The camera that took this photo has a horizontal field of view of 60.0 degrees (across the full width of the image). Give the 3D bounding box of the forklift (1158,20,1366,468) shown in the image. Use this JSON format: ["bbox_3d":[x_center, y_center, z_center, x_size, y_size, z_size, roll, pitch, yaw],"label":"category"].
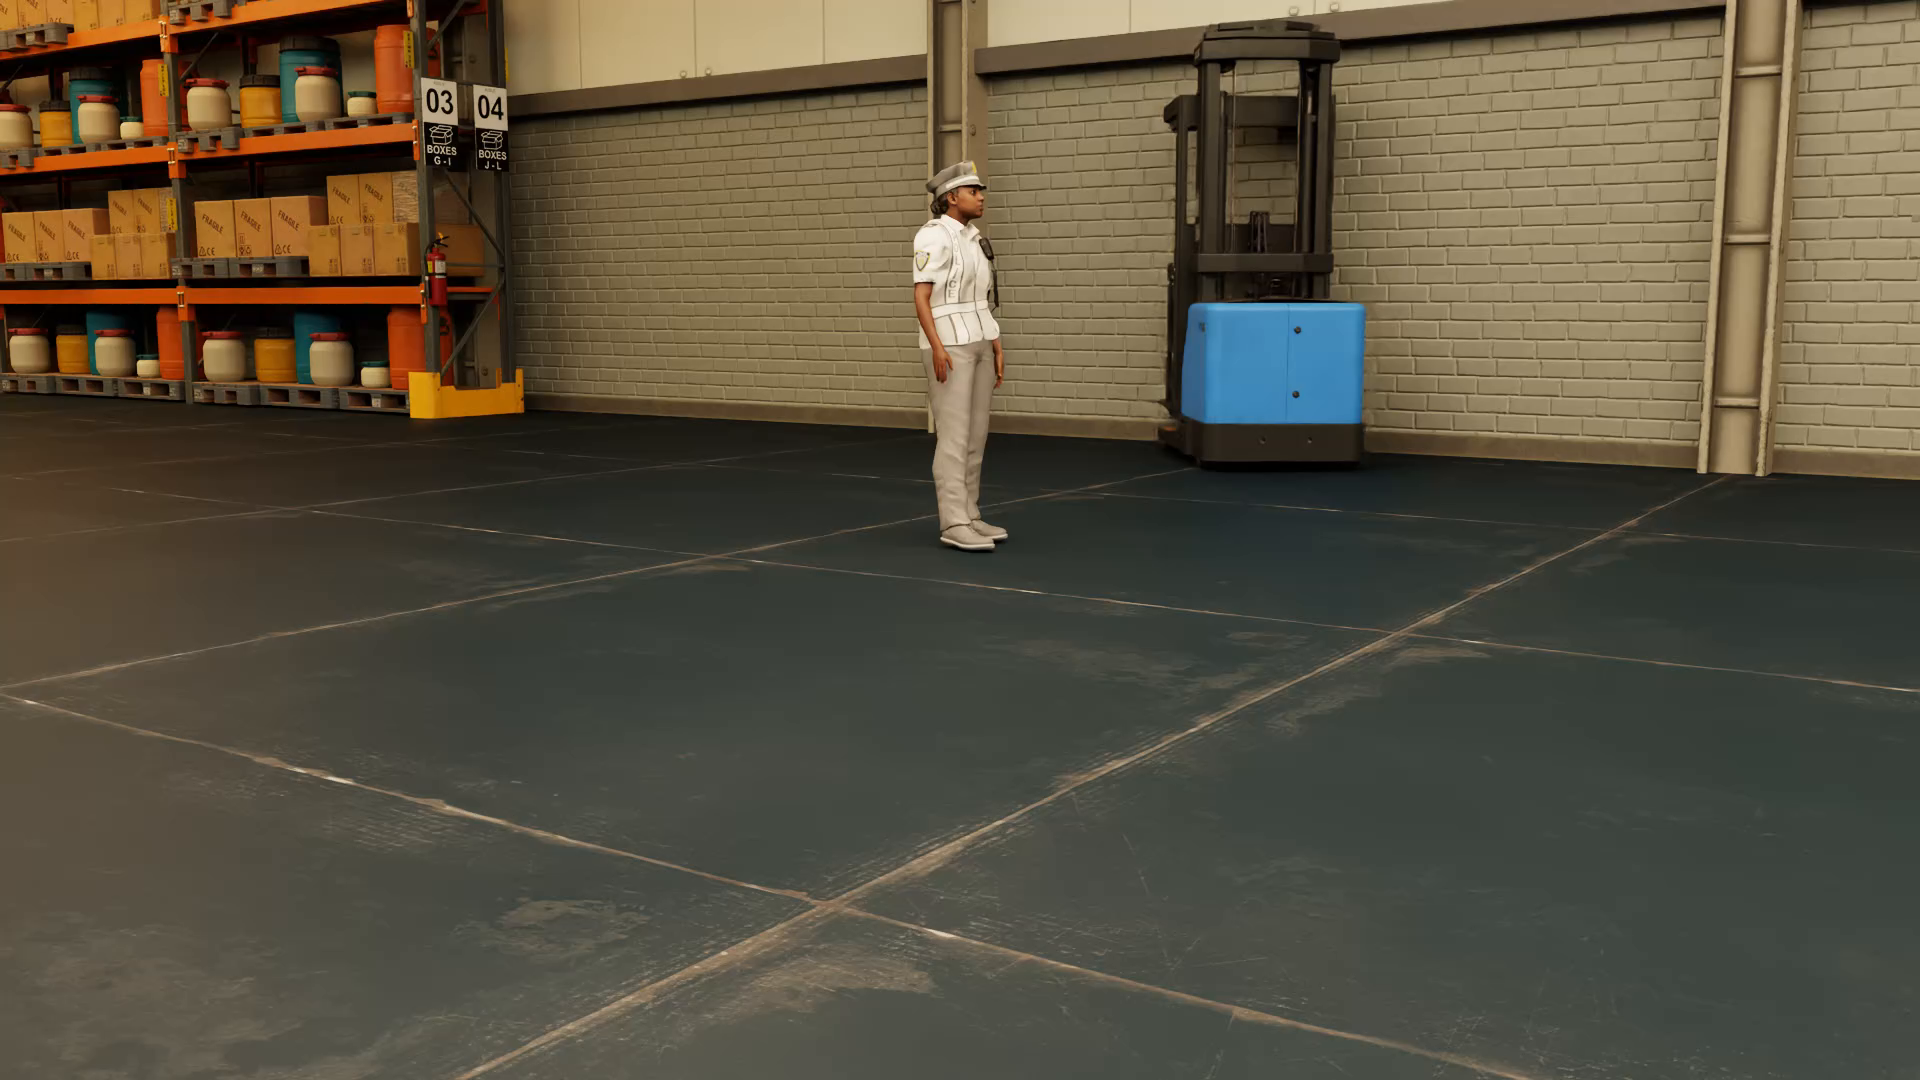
[{"bbox_3d":[2.046,-2.092,11.902,1.130,2.935,3.031,0,8,-1],"label":"forklift"}]

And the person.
[{"bbox_3d":[0.051,-0.836,7.426,0.530,1.692,0.569,5,10,34],"label":"person"}]
